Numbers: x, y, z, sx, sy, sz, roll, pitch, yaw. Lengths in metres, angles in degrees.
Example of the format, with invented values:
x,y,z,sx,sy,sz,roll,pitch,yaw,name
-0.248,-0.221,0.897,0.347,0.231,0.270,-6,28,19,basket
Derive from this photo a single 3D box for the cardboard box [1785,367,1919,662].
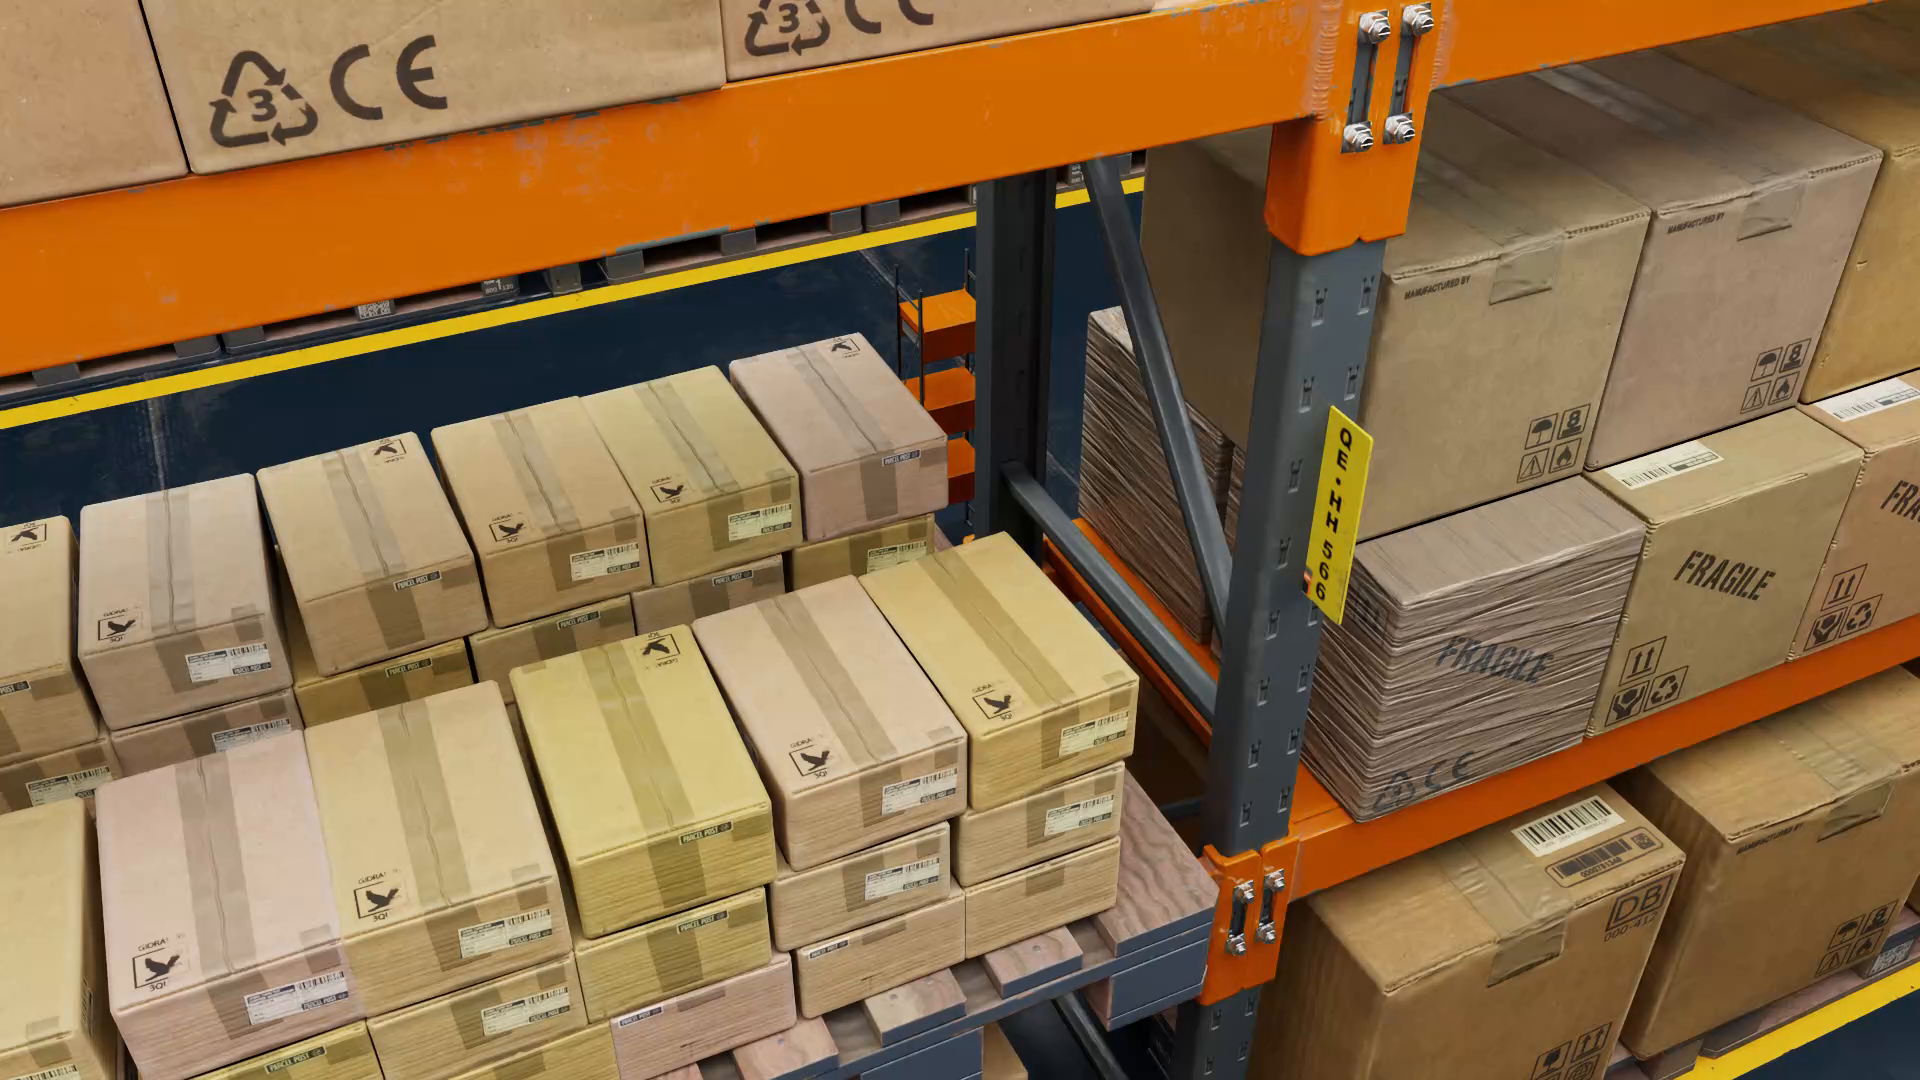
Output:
x,y,z,sx,sy,sz,roll,pitch,yaw,name
1.731,-0.155,3.357,0.500,0.500,0.500,-16,39,-20,cardboard box

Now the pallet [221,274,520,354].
x,y,z,sx,sy,sz,roll,pitch,yaw,name
-2.646,-1.254,7.263,1.213,0.211,1.003,-16,39,-20,pallet

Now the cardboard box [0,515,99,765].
x,y,z,sx,sy,sz,roll,pitch,yaw,name
-1.395,0.151,2.388,0.250,0.149,0.380,-14,39,-19,cardboard box

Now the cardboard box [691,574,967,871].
x,y,z,sx,sy,sz,roll,pitch,yaw,name
-0.183,0.238,2.270,0.250,0.149,0.380,-16,39,-20,cardboard box

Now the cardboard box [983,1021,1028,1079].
x,y,z,sx,sy,sz,roll,pitch,yaw,name
-0.213,0.960,3.054,0.500,0.250,0.500,-17,40,-21,cardboard box

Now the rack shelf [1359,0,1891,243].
x,y,z,sx,sy,sz,roll,pitch,yaw,name
2.105,-1.311,3.085,4.000,0.370,1.077,-16,39,-20,rack shelf

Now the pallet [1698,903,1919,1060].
x,y,z,sx,sy,sz,roll,pitch,yaw,name
2.143,0.766,4.540,1.213,0.211,1.003,-16,39,-20,pallet

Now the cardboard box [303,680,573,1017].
x,y,z,sx,sy,sz,roll,pitch,yaw,name
-0.660,0.374,2.087,0.250,0.149,0.380,-14,39,-19,cardboard box

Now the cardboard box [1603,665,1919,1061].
x,y,z,sx,sy,sz,roll,pitch,yaw,name
1.674,0.517,4.070,0.750,0.750,1.050,-15,39,-19,cardboard box

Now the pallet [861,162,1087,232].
x,y,z,sx,sy,sz,roll,pitch,yaw,name
-0.090,-1.916,8.156,1.213,0.211,1.003,-16,39,-20,pallet

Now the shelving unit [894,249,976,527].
x,y,z,sx,sy,sz,roll,pitch,yaw,name
-0.048,-0.408,5.419,0.252,1.050,0.215,-16,39,-20,shelving unit

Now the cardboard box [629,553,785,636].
x,y,z,sx,sy,sz,roll,pitch,yaw,name
-0.473,0.008,2.830,0.250,0.149,0.380,-14,39,-18,cardboard box

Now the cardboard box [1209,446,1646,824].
x,y,z,sx,sy,sz,roll,pitch,yaw,name
0.815,0.103,3.009,0.500,0.500,0.500,-15,39,-19,cardboard box

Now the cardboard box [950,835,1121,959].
x,y,z,sx,sy,sz,roll,pitch,yaw,name
0.043,0.416,2.529,0.250,0.149,0.380,-15,39,-19,cardboard box

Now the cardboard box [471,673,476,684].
x,y,z,sx,sy,sz,roll,pitch,yaw,name
-0.927,0.253,2.749,0.250,0.149,0.380,-14,39,-18,cardboard box

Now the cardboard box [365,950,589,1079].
x,y,z,sx,sy,sz,roll,pitch,yaw,name
-0.664,0.494,2.175,0.250,0.149,0.380,-16,39,-20,cardboard box

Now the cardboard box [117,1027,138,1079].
x,y,z,sx,sy,sz,roll,pitch,yaw,name
-1.126,0.622,2.002,0.250,0.149,0.380,-15,39,-19,cardboard box

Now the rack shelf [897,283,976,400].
x,y,z,sx,sy,sz,roll,pitch,yaw,name
-0.048,-0.628,5.256,0.240,0.259,0.215,-16,39,-20,rack shelf

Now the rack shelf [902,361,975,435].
x,y,z,sx,sy,sz,roll,pitch,yaw,name
-0.048,-0.400,5.425,0.240,0.259,0.215,-16,39,-20,rack shelf

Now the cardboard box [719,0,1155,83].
x,y,z,sx,sy,sz,roll,pitch,yaw,name
-0.115,-0.852,1.779,0.500,0.500,0.500,-16,39,-20,cardboard box

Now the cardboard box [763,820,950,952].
x,y,z,sx,sy,sz,roll,pitch,yaw,name
-0.200,0.363,2.351,0.250,0.149,0.380,-14,39,-18,cardboard box

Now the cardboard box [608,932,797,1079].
x,y,z,sx,sy,sz,roll,pitch,yaw,name
-0.415,0.543,2.358,0.250,0.149,0.380,-15,39,-19,cardboard box

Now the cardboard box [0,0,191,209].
x,y,z,sx,sy,sz,roll,pitch,yaw,name
-1.016,-0.594,1.431,0.500,0.500,0.500,-16,39,-20,cardboard box

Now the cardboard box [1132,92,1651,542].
x,y,z,sx,sy,sz,roll,pitch,yaw,name
0.705,-0.439,2.900,0.500,0.500,0.700,-16,39,-20,cardboard box

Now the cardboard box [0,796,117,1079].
x,y,z,sx,sy,sz,roll,pitch,yaw,name
-1.126,0.502,1.914,0.250,0.149,0.380,-14,39,-18,cardboard box

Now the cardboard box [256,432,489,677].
x,y,z,sx,sy,sz,roll,pitch,yaw,name
-0.912,0.013,2.574,0.250,0.149,0.380,-17,40,-22,cardboard box

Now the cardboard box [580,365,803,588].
x,y,z,sx,sy,sz,roll,pitch,yaw,name
-0.449,-0.114,2.744,0.250,0.149,0.380,-17,40,-21,cardboard box

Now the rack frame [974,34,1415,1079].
x,y,z,sx,sy,sz,roll,pitch,yaw,name
0.294,0.111,3.082,0.127,3.000,1.000,-16,39,-20,rack frame

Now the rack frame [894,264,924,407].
x,y,z,sx,sy,sz,roll,pitch,yaw,name
-0.159,-0.377,5.377,0.008,1.050,0.200,-16,39,-20,rack frame

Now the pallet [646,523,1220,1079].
x,y,z,sx,sy,sz,roll,pitch,yaw,name
-0.306,0.426,2.819,1.003,0.211,1.213,-16,39,-20,pallet

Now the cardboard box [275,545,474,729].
x,y,z,sx,sy,sz,roll,pitch,yaw,name
-0.942,0.141,2.650,0.250,0.149,0.380,-15,39,-20,cardboard box

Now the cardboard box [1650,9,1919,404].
x,y,z,sx,sy,sz,roll,pitch,yaw,name
1.626,-0.699,3.251,0.500,0.500,0.700,-16,40,-21,cardboard box

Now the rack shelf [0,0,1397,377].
x,y,z,sx,sy,sz,roll,pitch,yaw,name
-1.516,-0.298,1.720,4.000,0.370,1.077,-16,39,-20,rack shelf

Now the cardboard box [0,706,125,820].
x,y,z,sx,sy,sz,roll,pitch,yaw,name
-1.394,0.265,2.484,0.250,0.149,0.380,-16,39,-20,cardboard box
